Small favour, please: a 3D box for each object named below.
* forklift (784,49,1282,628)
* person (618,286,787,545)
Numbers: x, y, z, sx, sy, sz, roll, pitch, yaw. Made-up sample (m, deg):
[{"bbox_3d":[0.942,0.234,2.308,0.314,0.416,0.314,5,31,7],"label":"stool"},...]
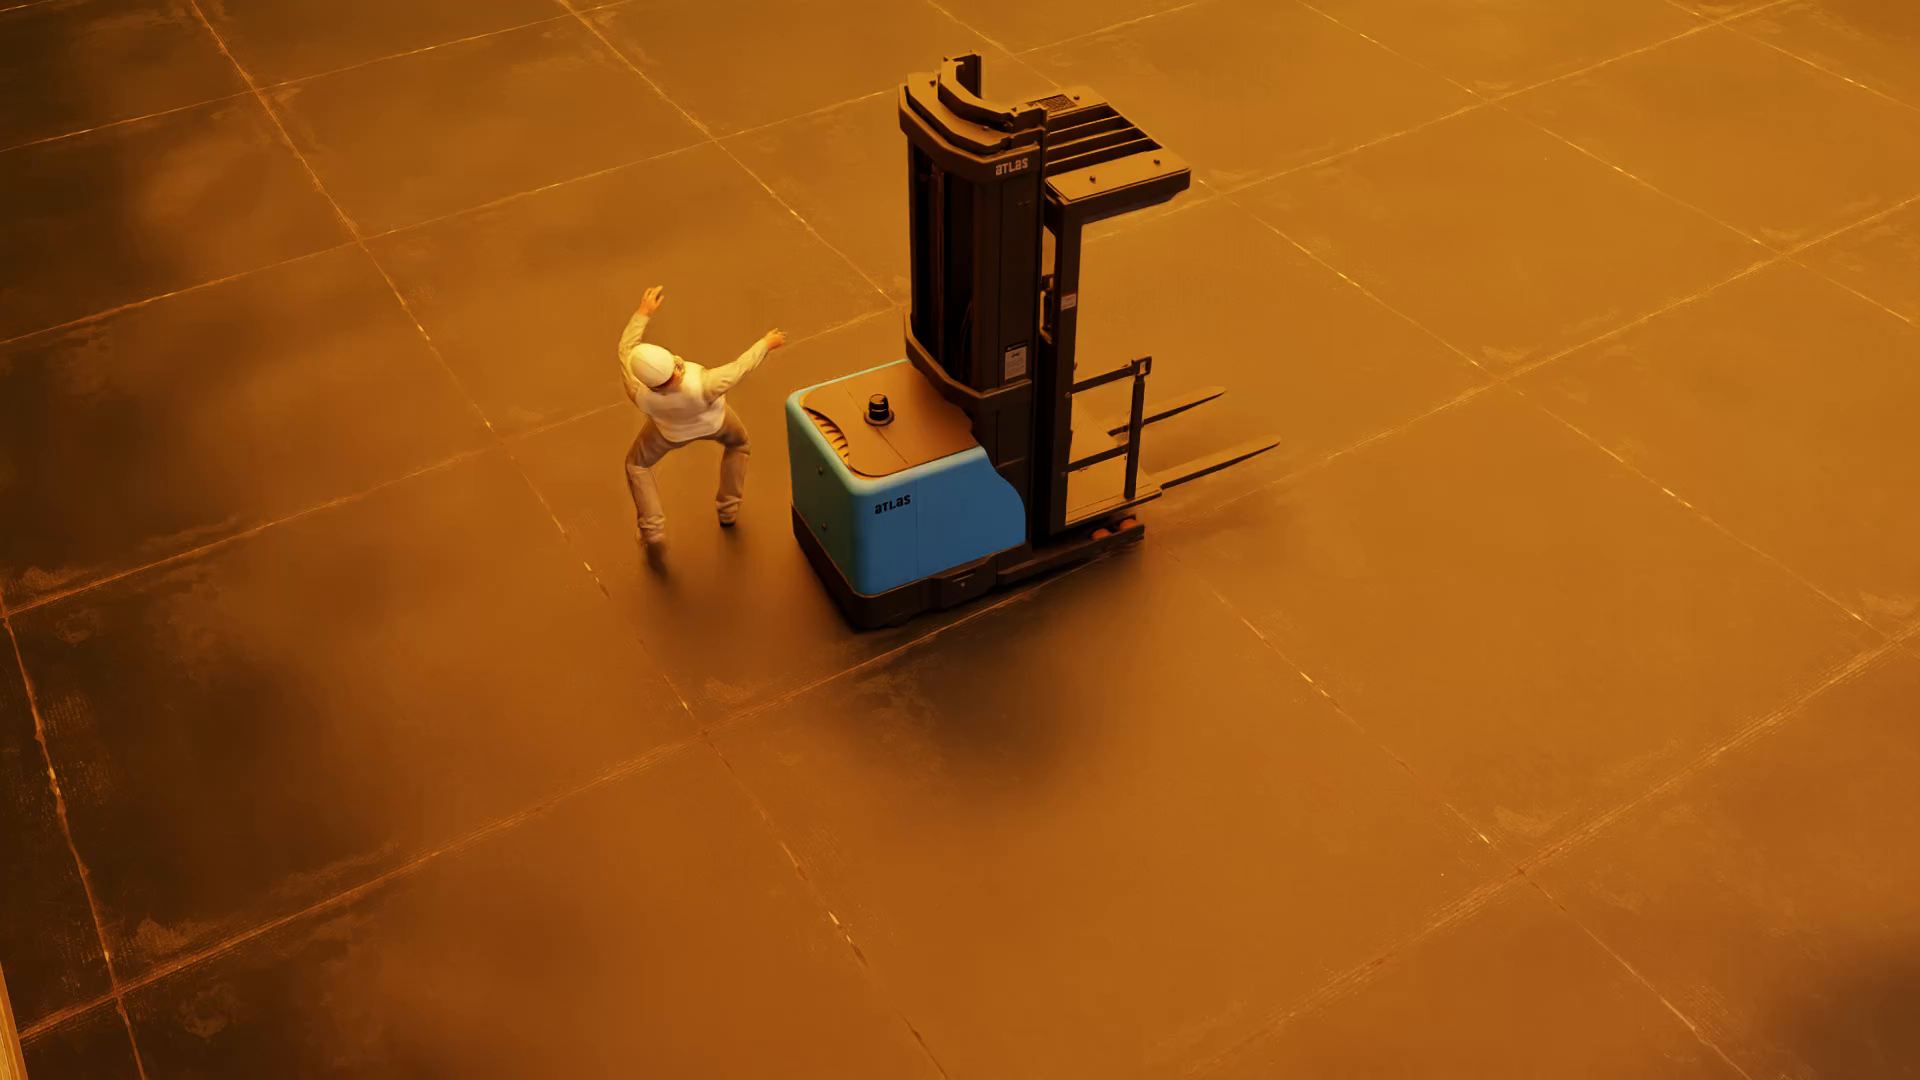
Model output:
[{"bbox_3d":[0.538,-1.294,9.352,3.031,2.935,1.130,-19,45,-21],"label":"forklift"},{"bbox_3d":[-1.469,-0.701,9.727,1.063,1.502,0.704,-11,42,-12],"label":"person"}]
